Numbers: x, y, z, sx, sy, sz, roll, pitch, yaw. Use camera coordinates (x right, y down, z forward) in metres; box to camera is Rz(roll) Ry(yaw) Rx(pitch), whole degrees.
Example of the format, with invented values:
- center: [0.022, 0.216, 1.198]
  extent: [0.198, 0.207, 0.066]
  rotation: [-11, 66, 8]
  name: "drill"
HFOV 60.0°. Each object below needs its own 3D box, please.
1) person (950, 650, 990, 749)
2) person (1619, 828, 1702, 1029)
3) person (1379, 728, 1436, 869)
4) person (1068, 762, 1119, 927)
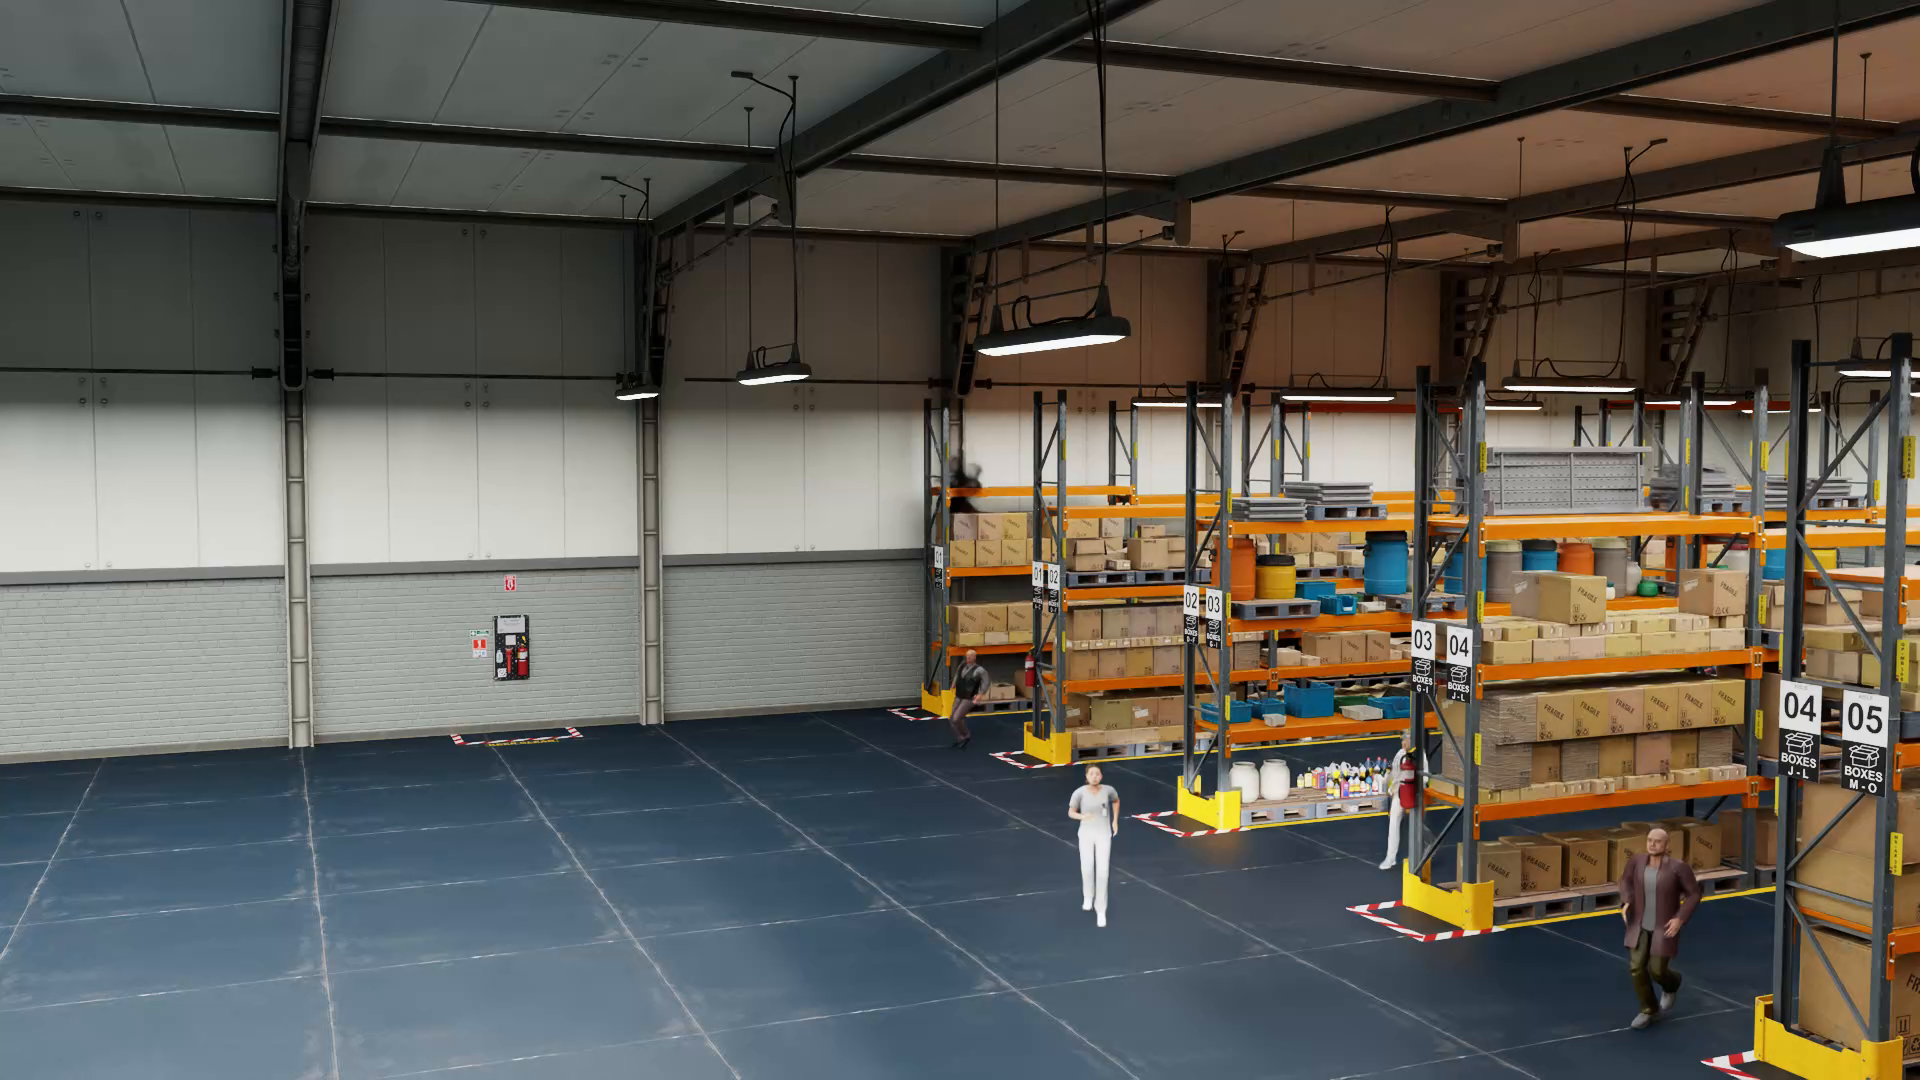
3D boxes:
- center: [0.081, 2.690, 28.069]
  extent: [0.565, 1.684, 0.672]
  rotation: [-3, 4, -37]
  name: "person"
- center: [6.174, 3.427, 14.773]
  extent: [0.724, 1.746, 0.585]
  rotation: [3, 5, 45]
  name: "person"
- center: [5.434, 3.105, 20.159]
  extent: [0.919, 1.676, 0.625]
  rotation: [-2, 4, -36]
  name: "person"
- center: [1.451, 3.277, 18.035]
  extent: [0.554, 1.708, 0.797]
  rotation: [0, 3, 5]
  name: "person"
